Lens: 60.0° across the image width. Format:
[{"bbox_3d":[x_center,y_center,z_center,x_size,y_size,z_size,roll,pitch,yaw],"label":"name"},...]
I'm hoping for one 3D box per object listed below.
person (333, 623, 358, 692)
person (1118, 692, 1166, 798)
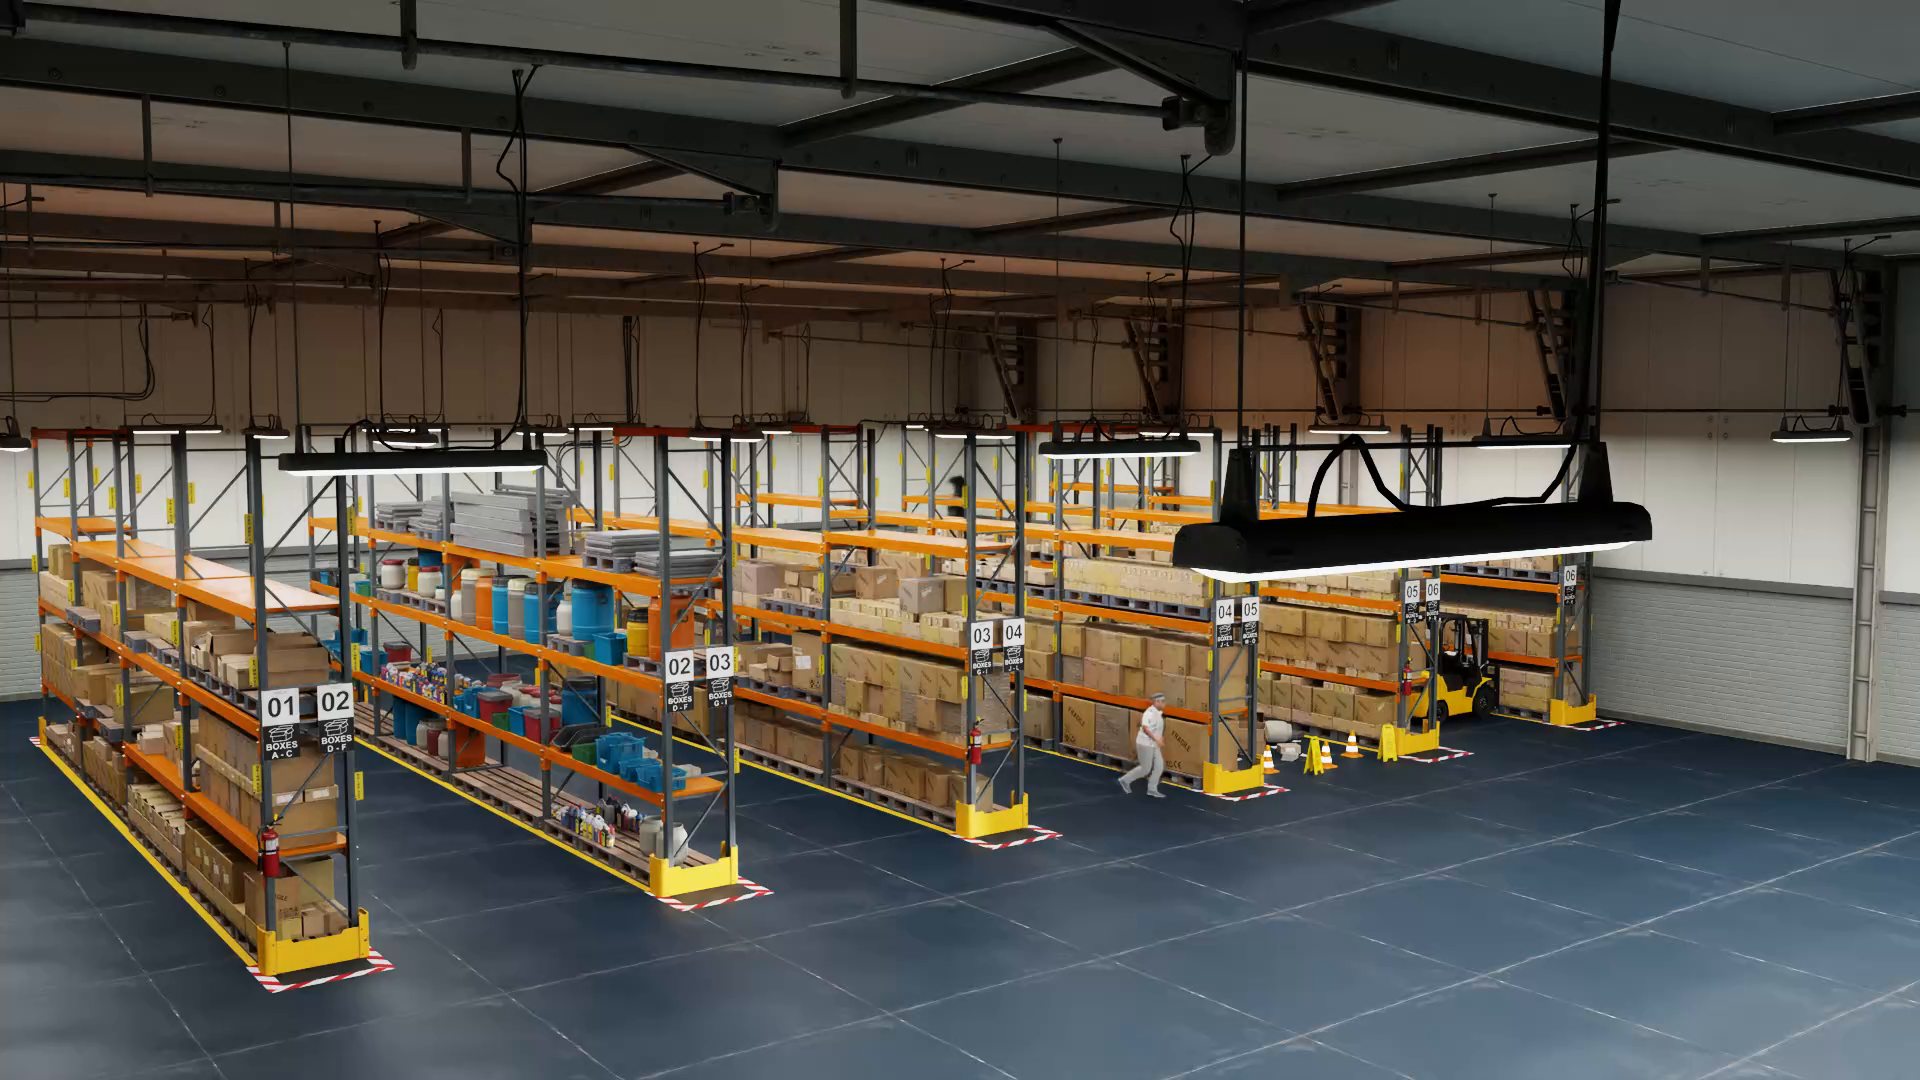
[{"bbox_3d":[-13.232,2.638,35.767,0.961,1.749,0.710,-1,5,-13],"label":"person"},{"bbox_3d":[3.020,3.343,27.262,0.785,1.739,0.667,2,5,26],"label":"person"}]
